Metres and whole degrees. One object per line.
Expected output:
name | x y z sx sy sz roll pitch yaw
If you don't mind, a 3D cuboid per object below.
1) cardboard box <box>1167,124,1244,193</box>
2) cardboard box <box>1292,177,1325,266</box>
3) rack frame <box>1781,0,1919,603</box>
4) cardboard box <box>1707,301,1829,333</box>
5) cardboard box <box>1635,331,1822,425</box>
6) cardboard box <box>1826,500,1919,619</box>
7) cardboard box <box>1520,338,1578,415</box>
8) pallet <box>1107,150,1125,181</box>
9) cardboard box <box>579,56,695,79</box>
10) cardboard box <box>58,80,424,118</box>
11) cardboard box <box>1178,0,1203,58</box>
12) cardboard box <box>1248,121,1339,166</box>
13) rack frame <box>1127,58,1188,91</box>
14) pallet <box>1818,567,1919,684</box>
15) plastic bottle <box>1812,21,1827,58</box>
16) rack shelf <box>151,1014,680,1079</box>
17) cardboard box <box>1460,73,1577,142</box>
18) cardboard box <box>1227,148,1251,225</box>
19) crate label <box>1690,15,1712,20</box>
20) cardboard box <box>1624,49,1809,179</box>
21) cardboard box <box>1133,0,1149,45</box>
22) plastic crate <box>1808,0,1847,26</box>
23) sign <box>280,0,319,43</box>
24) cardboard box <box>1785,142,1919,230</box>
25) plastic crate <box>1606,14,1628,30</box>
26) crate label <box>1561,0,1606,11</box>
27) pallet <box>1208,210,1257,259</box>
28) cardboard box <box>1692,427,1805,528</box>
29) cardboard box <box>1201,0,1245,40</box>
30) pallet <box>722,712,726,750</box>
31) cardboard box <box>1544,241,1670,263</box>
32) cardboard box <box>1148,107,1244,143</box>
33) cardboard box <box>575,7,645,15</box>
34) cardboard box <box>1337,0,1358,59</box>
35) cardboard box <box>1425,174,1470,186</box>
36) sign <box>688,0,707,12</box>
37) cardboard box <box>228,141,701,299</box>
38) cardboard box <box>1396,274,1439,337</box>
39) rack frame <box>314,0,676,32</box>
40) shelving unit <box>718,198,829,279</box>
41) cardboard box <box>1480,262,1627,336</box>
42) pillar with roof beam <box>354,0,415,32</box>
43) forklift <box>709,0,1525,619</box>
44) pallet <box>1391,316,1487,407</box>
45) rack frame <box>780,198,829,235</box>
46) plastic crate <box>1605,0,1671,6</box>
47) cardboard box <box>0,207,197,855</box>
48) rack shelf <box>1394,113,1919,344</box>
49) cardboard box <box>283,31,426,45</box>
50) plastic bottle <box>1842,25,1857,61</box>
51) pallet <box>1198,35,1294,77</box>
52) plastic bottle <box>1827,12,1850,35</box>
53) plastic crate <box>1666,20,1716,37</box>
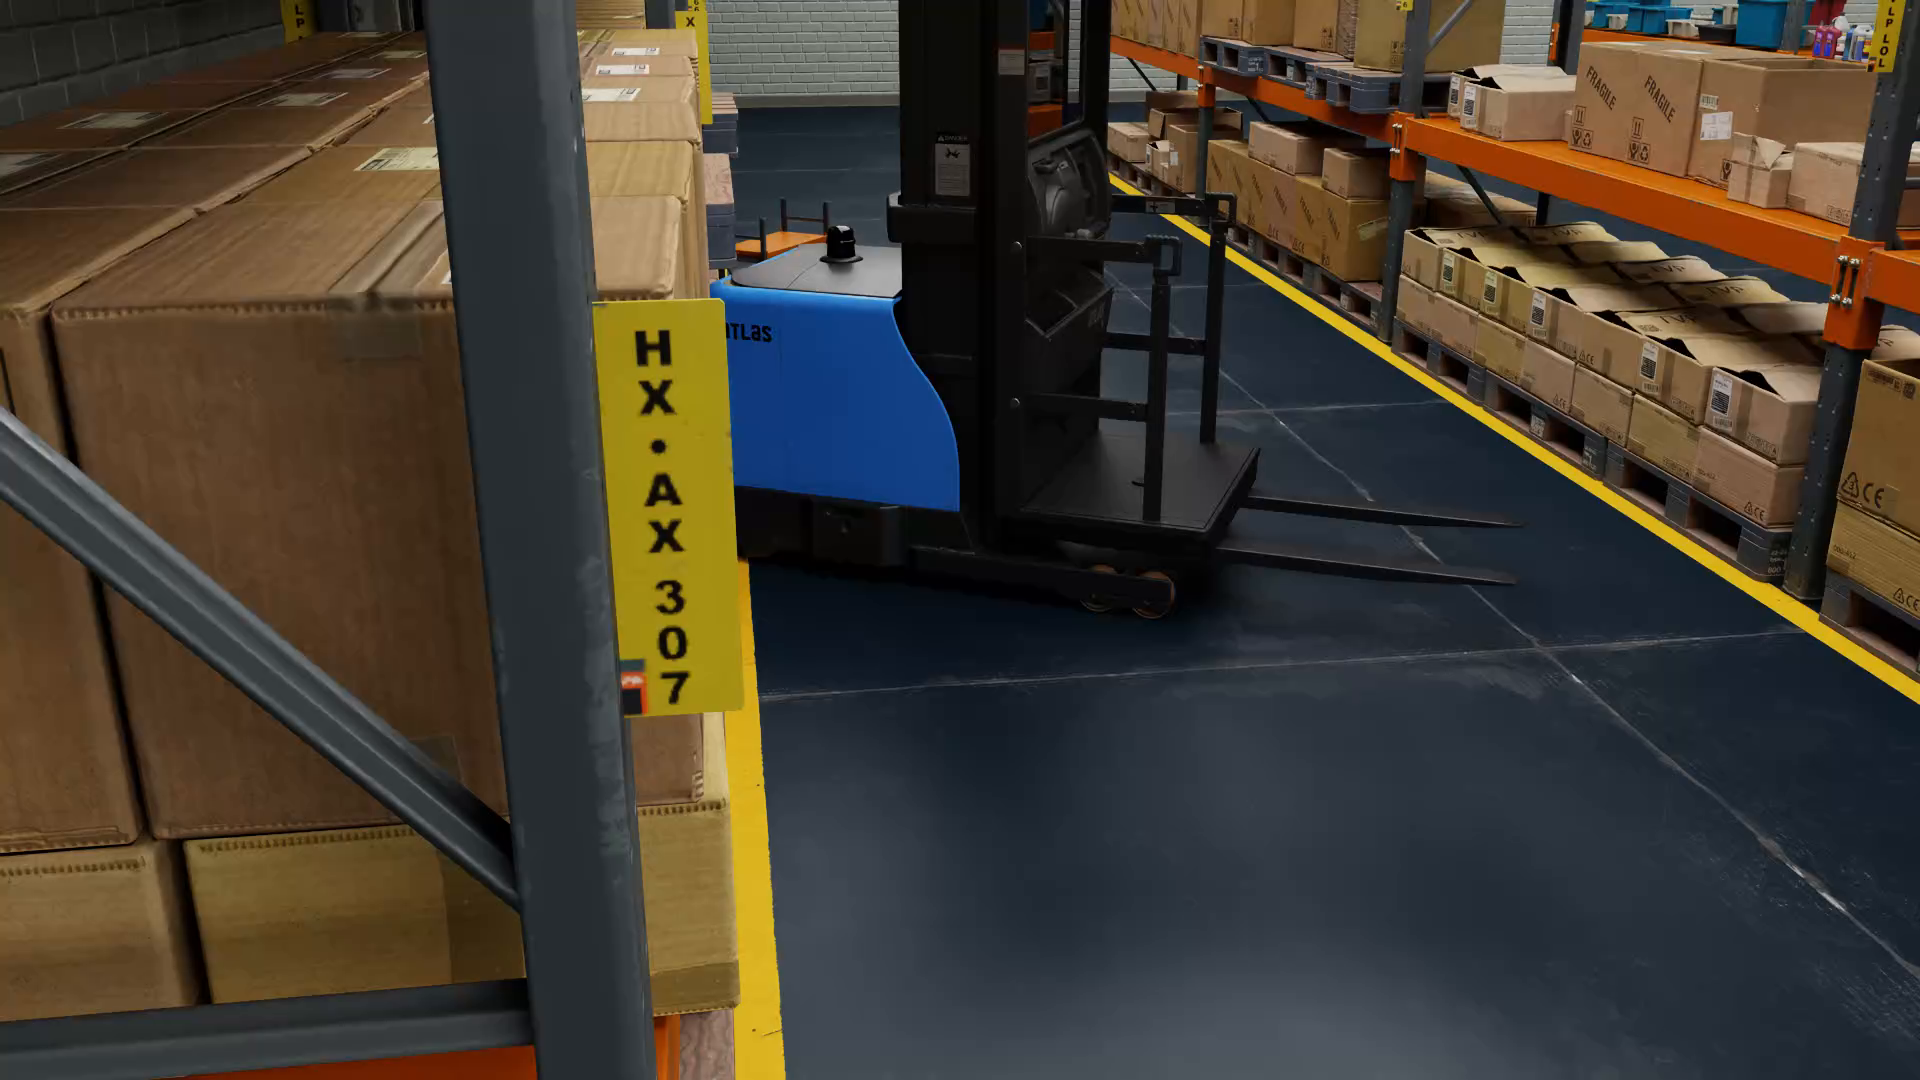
cardboard box | 2.054 -3.209 13.964 0.500 0.500 0.500 -3 21 -8
cardboard box | 2.552 -2.132 11.081 0.500 0.500 0.500 -4 21 -10
rack frame | 3.570 -1.221 5.697 1.000 3.000 0.127 -3 21 -8
cardboard box | 3.614 -0.900 7.368 0.500 0.311 0.500 -4 21 -10
cardboard box | 3.147 -0.698 6.825 0.500 0.311 0.500 -2 21 -6
cardboard box | 3.337 0.047 5.634 0.500 0.250 0.500 -3 21 -8
cardboard box | 3.006 -0.787 7.865 0.500 0.250 0.500 -2 21 -7
pallet | 1.967 -3.767 16.500 1.003 0.211 1.213 -3 21 -8
cardboard box | -0.818 -0.764 3.590 0.500 0.500 0.500 -4 21 -9
cardboard box | -1.247 -0.555 3.030 0.500 0.500 0.500 -3 21 -7
cardboard box | 2.091 -4.198 13.525 0.500 0.500 0.500 -3 21 -7
cardboard box | 2.389 -2.851 11.934 0.500 0.250 0.500 -3 21 -8
rack frame | 1.840 -5.375 16.821 1.000 3.000 0.127 -3 21 -8
pallet | 3.643 0.363 5.442 1.003 0.211 1.213 -3 21 -8
plastic bottle | 6.950 -4.036 13.402 0.061 0.283 0.133 -3 21 -8
rack shelf | -1.043 0.060 3.297 1.077 0.370 4.000 -3 21 -8
cardboard box | 2.931 -2.244 8.566 0.500 0.311 0.500 -3 21 -8
cardboard box | 2.333 -2.662 12.500 0.500 0.500 0.500 -3 21 -7
crate label | 7.131 -5.059 16.266 0.396 0.136 0.243 -3 21 -8
cardboard box | 3.327 -1.890 7.347 0.500 0.500 0.500 -3 21 -8
cardboard box | 1.863 -4.730 14.950 0.500 0.500 0.500 -3 21 -7
plastic crate | 7.438 -4.619 14.619 0.402 0.464 0.583 -3 21 -8
sign | -1.880 -1.483 4.744 0.100 0.325 0.005 -3 21 -8
cardboard box | 3.456 -1.319 6.174 0.500 0.250 0.500 -2 21 -4
plastic crate | 6.514 -5.076 16.312 0.250 0.136 0.298 -3 21 -8
crate label | 6.452 -5.472 17.232 0.416 0.233 0.303 -3 21 -8
pallet | 2.571 -2.404 12.852 1.003 0.211 1.213 -3 21 -8
cardboard box | 3.223 -0.258 6.450 0.500 0.250 0.500 -3 21 -8
cardboard box | 2.264 -4.059 12.553 0.700 0.500 0.500 -10 23 -26
pallet | -1.200 0.567 4.895 1.003 0.211 1.213 -3 21 -8
cardboard box | 3.394 -1.428 8.782 0.500 0.311 0.500 -3 21 -9
cardboard box | 2.141 -3.677 15.214 0.797 0.503 0.637 -3 21 -8
cardboard box | -1.570 -1.821 6.532 0.700 0.500 0.500 0 20 0
cardboard box | 2.848 -3.388 10.757 0.700 0.500 0.500 1 20 2
cardboard box | 3.062 -2.168 11.177 0.500 0.500 0.500 -3 21 -8
sign | -1.372 -2.890 8.626 0.100 0.325 0.005 -3 21 -8
cardboard box | -0.588 -0.227 2.151 0.500 0.500 0.500 -3 21 -8
cardboard box | 2.778 -1.318 9.288 0.500 0.250 0.500 -3 21 -8
rack frame | -1.332 -0.970 5.025 1.000 3.000 0.127 -3 21 -8
shelving unit | -0.793 -0.847 7.270 0.258 1.200 0.503 10 23 26
cardboard box | 2.933 -1.223 8.231 0.500 0.311 0.500 -3 21 -9
pillar with roof beam | 1.683 -4.888 6.943 9.100 9.000 0.400 -3 21 -8
forklift | 0.590 -1.301 6.009 3.031 2.935 1.130 7 22 18
pallet | 3.073 -1.012 9.125 1.003 0.211 1.213 -3 21 -8
rack frame | -0.680 -0.923 7.472 0.240 1.200 0.015 10 23 26
plastic crate | 6.975 -5.562 17.185 0.616 0.435 0.499 -3 21 -8
cardboard box | -1.033 -0.028 1.617 0.500 0.500 0.500 -3 21 -8
rack shelf | 3.282 -1.576 7.677 1.077 0.370 4.000 -3 21 -8
cardboard box | -1.470 -1.087 4.453 0.500 0.500 0.500 -3 21 -9
plastic bottle | 7.018 -3.911 13.085 0.097 0.271 0.097 0 20 0
pallet | 2.424 -3.618 12.391 1.003 0.211 1.213 -3 21 -8
plastic bottle | 7.055 -4.064 13.380 0.144 0.351 0.185 -3 21 -8
plastic crate | 6.770 -4.731 15.388 0.293 0.136 0.466 -3 21 -8
